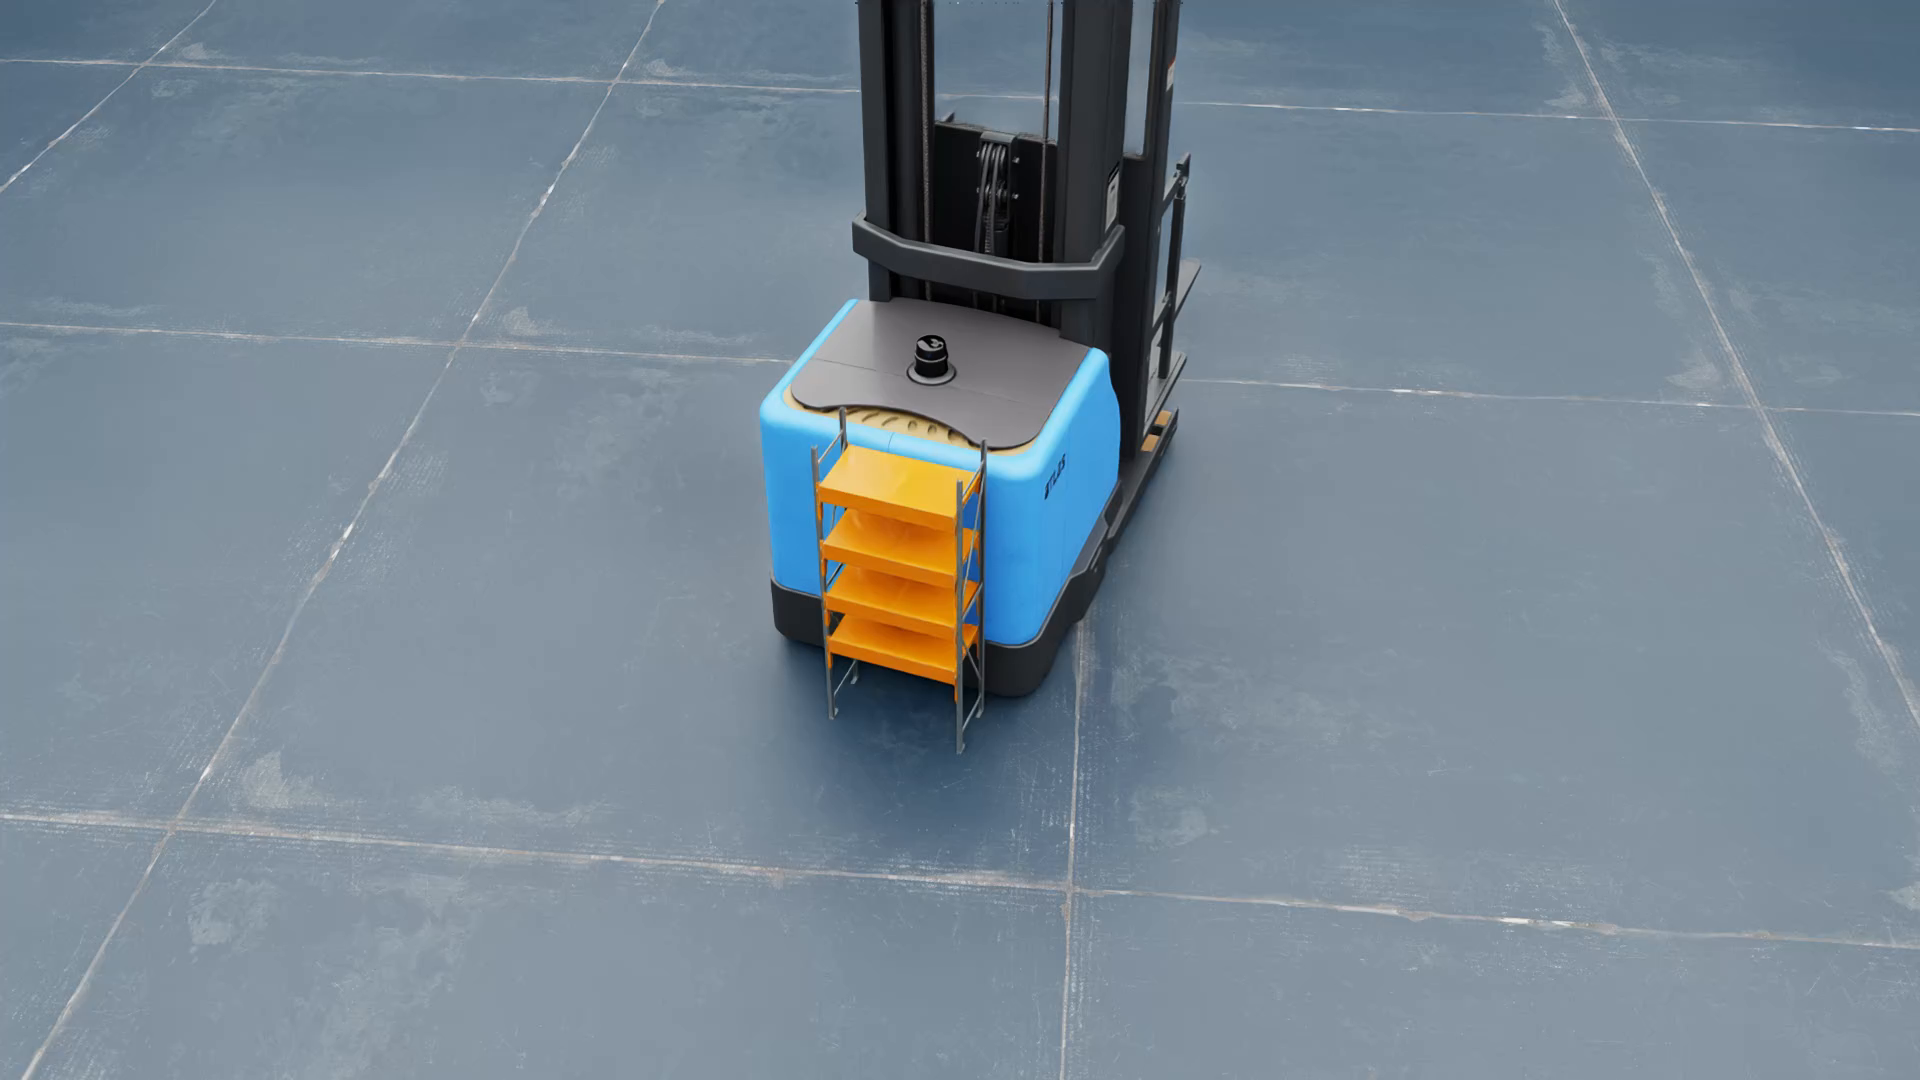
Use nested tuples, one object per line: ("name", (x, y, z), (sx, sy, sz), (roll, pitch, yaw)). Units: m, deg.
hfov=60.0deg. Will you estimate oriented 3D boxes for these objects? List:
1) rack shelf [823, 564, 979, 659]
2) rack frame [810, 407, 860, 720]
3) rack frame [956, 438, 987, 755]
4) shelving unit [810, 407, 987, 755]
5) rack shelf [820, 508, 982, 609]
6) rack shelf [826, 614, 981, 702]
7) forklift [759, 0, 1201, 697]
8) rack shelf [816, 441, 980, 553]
("rack shelf", (-0.191, 0.214, 5.643), (0.480, 0.148, 0.258), (13, 41, 16))
("rack frame", (-0.419, 0.108, 5.667), (0.015, 1.200, 0.240), (13, 41, 16))
("rack frame", (0.037, 0.216, 5.534), (0.015, 1.200, 0.240), (13, 41, 16))
("shelving unit", (-0.191, 0.162, 5.600), (0.503, 1.200, 0.258), (13, 41, 16))
("rack shelf", (-0.191, 0.041, 5.502), (0.480, 0.148, 0.258), (13, 41, 16))
("rack shelf", (-0.191, 0.368, 5.768), (0.480, 0.148, 0.258), (13, 41, 16))
("forklift", (0.306, -1.511, 6.284), (1.130, 2.935, 3.031), (14, 41, 16))
("rack shelf", (-0.191, -0.143, 5.352), (0.480, 0.148, 0.258), (13, 41, 16))
